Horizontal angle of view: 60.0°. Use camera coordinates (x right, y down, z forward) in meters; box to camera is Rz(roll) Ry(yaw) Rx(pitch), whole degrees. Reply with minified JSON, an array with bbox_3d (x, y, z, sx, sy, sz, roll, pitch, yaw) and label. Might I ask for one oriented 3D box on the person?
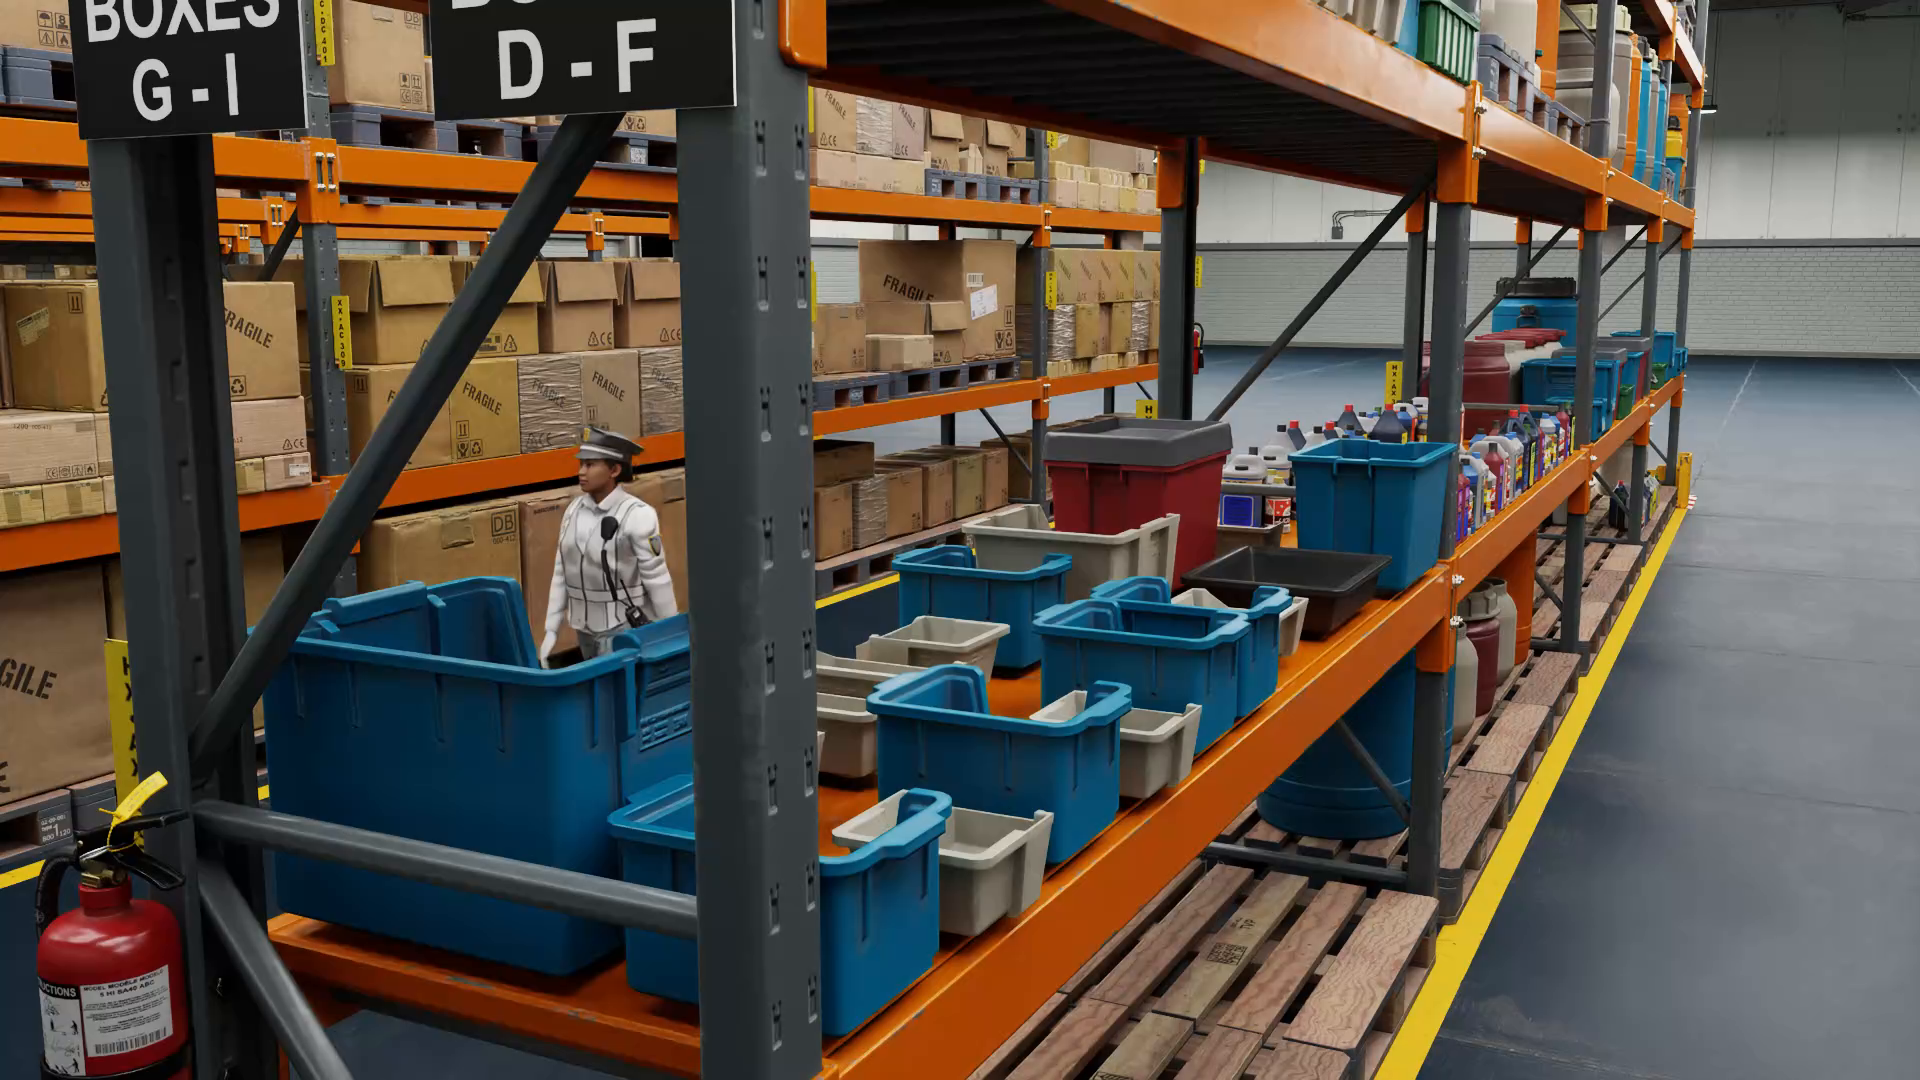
[{"bbox_3d":[-1.405,0.349,6.654,0.515,1.629,1.057,7,11,37],"label":"person"}]
